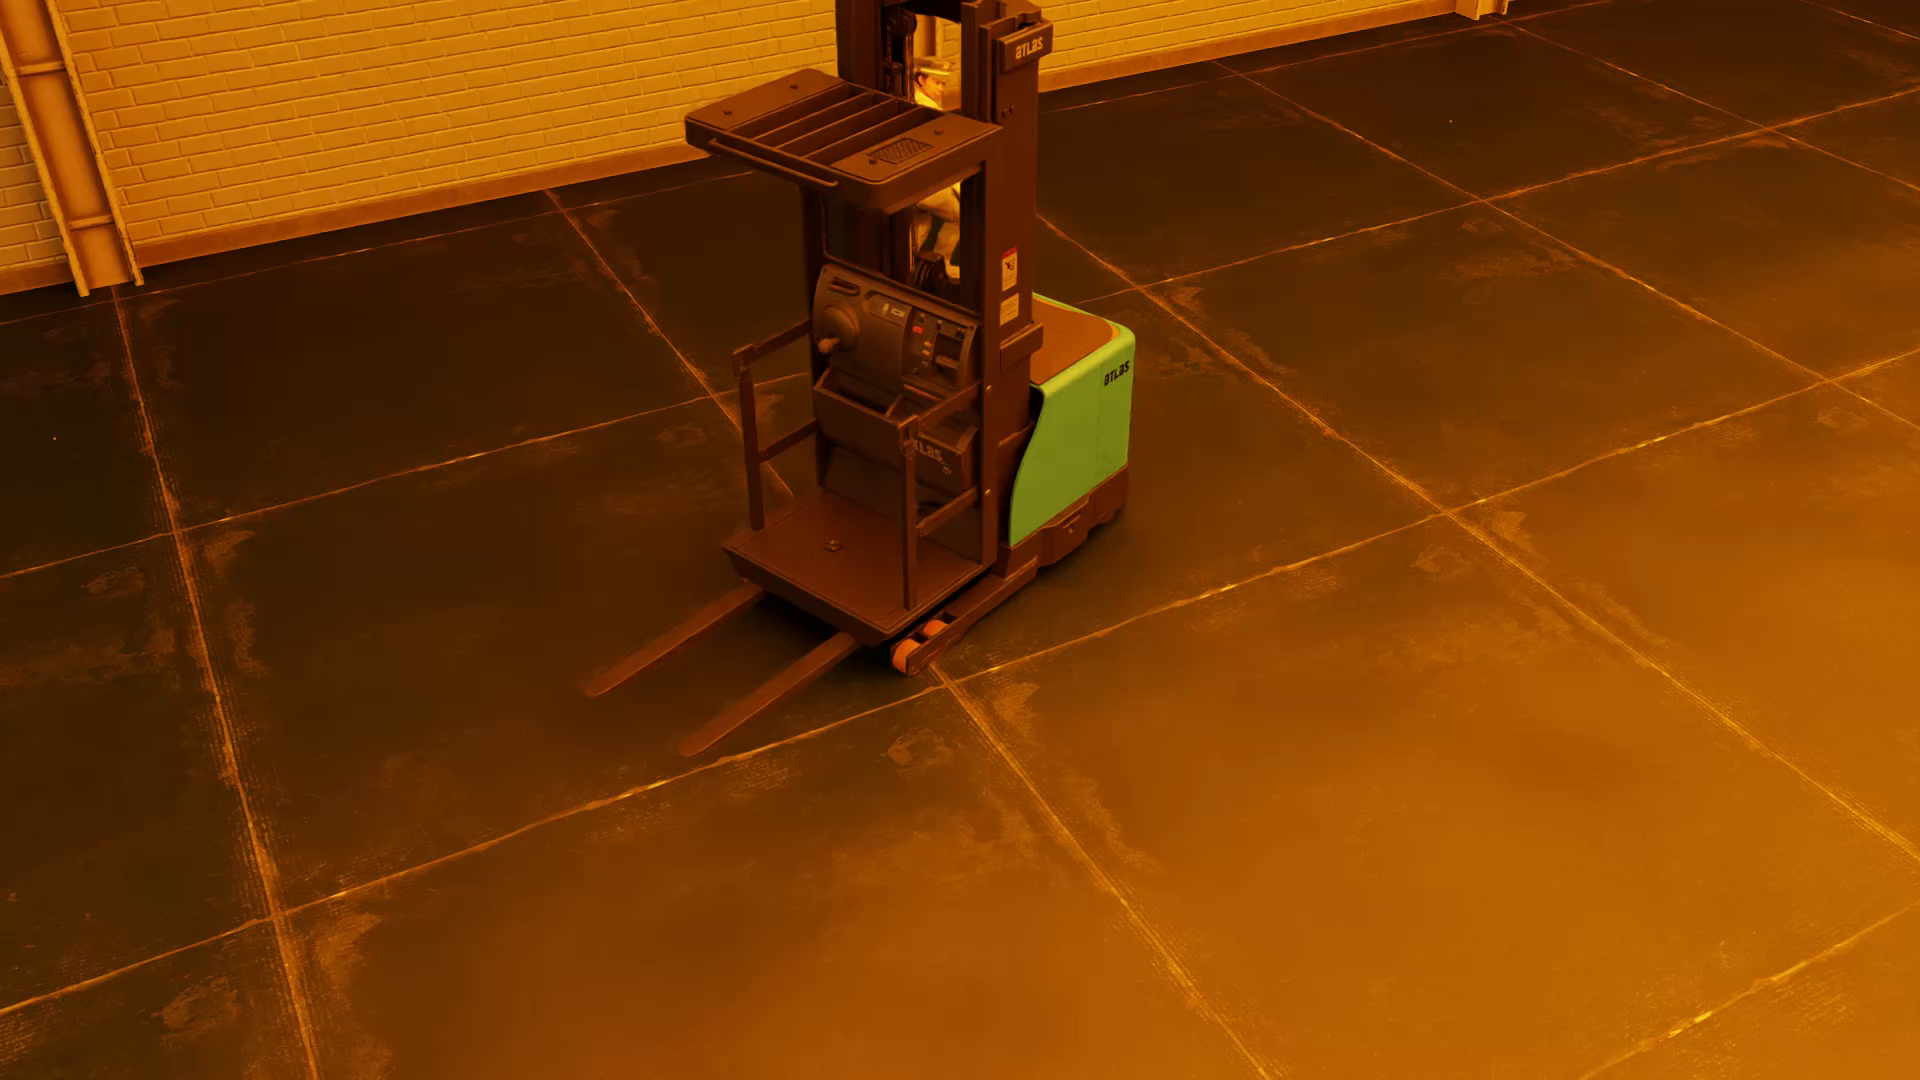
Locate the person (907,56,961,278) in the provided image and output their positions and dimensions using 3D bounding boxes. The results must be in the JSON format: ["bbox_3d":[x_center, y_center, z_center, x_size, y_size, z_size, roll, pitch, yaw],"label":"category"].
[{"bbox_3d":[-0.101,-2.298,10.585,0.802,1.552,0.814,-23,41,-29],"label":"person"}]

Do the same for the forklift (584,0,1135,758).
[{"bbox_3d":[-0.437,-0.894,7.387,1.130,2.935,3.031,26,43,31],"label":"forklift"}]
